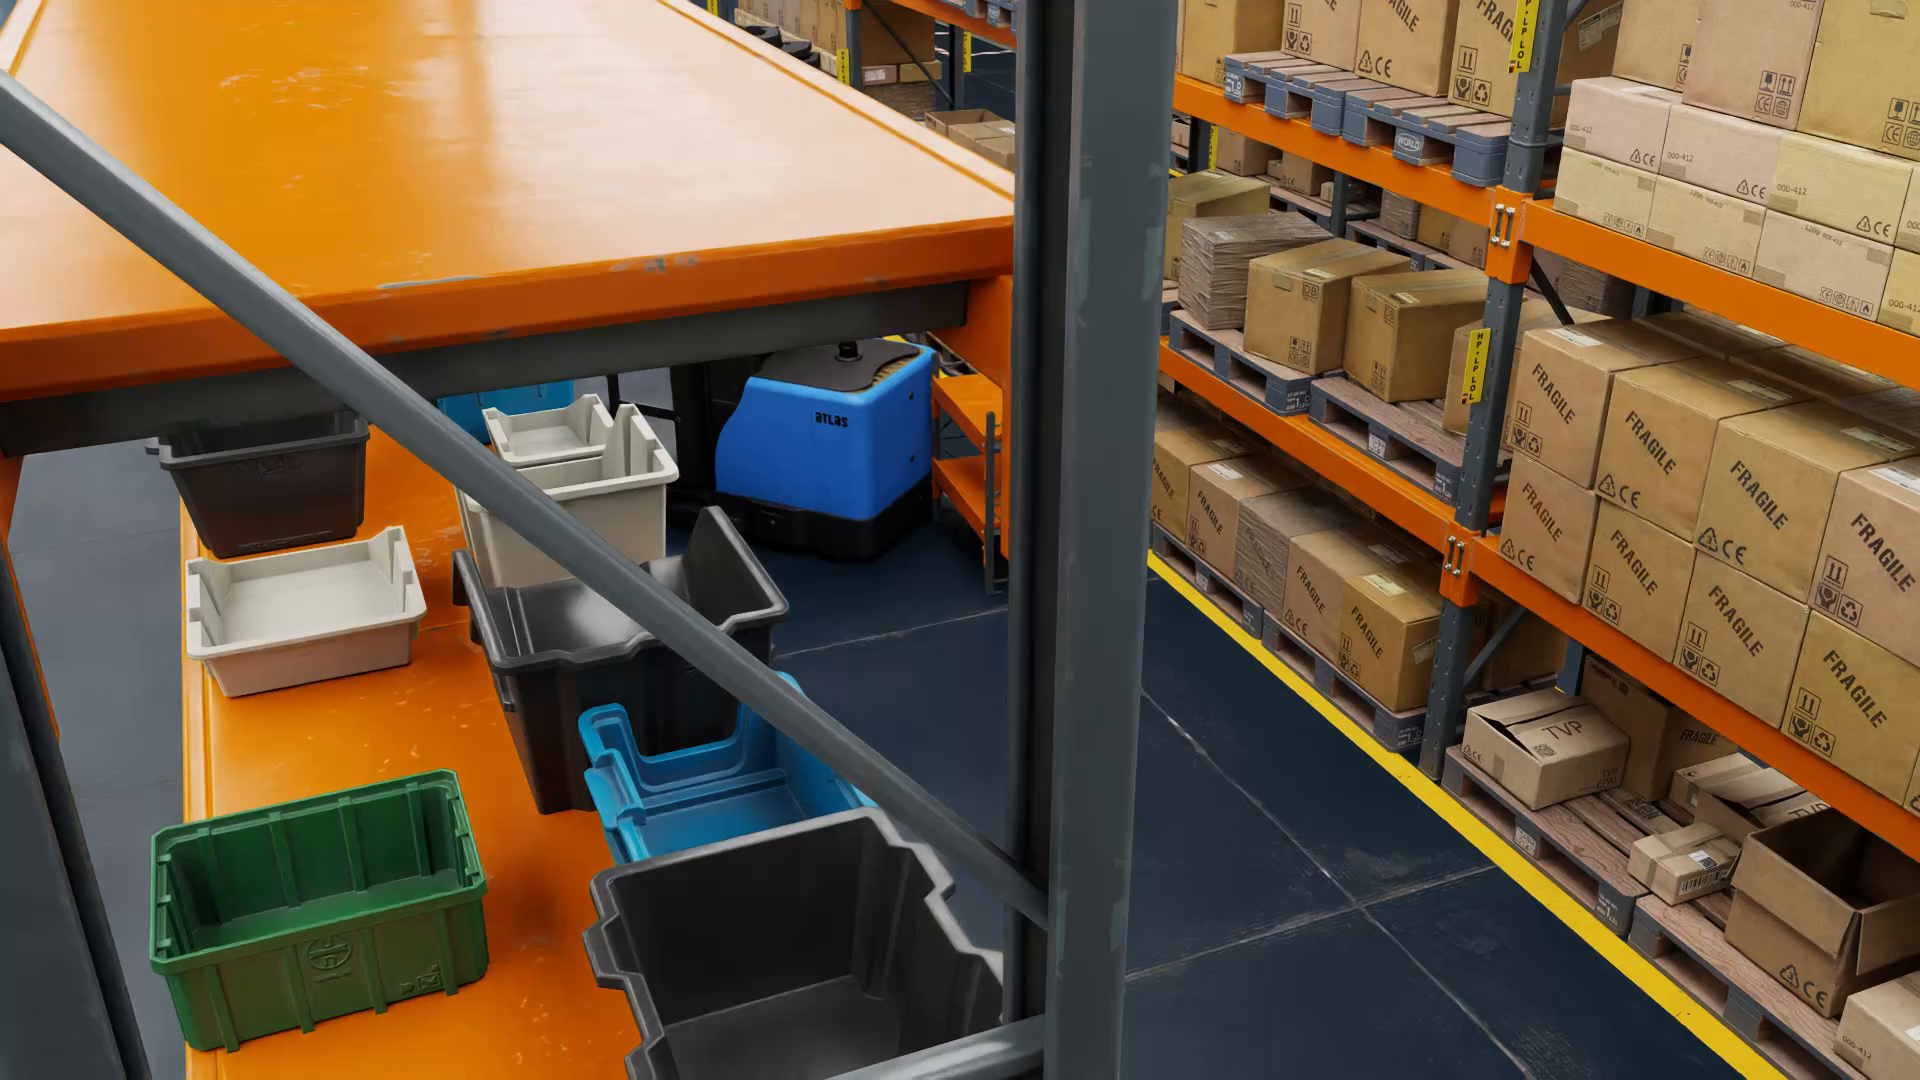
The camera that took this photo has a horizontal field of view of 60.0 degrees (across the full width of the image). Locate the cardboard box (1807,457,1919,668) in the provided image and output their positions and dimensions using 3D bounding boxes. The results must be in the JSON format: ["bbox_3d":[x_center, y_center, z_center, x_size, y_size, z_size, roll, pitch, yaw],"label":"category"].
[{"bbox_3d":[3.215,0.062,5.451,0.500,0.500,0.500,-10,28,-19],"label":"cardboard box"}]

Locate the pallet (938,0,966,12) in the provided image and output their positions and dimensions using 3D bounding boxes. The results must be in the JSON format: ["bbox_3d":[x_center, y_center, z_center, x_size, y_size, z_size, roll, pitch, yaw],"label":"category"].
[{"bbox_3d":[0.328,-3.894,11.603,1.003,0.211,1.213,-9,28,-18],"label":"pallet"}]

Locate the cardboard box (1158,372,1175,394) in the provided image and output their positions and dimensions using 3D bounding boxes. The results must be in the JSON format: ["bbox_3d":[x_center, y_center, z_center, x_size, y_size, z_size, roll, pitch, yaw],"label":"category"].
[{"bbox_3d":[1.182,-1.137,11.814,0.500,0.250,0.500,-11,28,-21],"label":"cardboard box"}]

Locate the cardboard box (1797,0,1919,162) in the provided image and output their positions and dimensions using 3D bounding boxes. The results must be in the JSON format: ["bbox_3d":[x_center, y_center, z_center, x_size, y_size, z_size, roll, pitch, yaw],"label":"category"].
[{"bbox_3d":[3.175,-1.532,5.297,0.700,0.500,0.500,-11,28,-21],"label":"cardboard box"}]

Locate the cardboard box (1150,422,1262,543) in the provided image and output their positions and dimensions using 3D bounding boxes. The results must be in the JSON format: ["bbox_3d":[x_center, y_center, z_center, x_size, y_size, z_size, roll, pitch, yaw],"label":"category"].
[{"bbox_3d":[1.434,-0.349,9.894,0.500,0.500,0.500,-11,28,-21],"label":"cardboard box"}]

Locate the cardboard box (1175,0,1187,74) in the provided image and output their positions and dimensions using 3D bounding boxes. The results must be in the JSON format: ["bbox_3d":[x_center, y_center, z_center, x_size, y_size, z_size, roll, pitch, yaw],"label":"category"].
[{"bbox_3d":[1.518,-2.938,9.316,0.910,0.500,0.500,-11,28,-21],"label":"cardboard box"}]

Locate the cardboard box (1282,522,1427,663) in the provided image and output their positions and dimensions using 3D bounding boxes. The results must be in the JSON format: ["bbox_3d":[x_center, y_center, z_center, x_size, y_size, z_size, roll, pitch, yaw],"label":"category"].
[{"bbox_3d":[2.040,0.268,8.630,0.500,0.500,0.500,-10,28,-20],"label":"cardboard box"}]

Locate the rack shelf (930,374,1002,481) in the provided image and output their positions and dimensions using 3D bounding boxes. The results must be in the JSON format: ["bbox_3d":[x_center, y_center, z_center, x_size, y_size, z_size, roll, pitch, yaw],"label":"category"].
[{"bbox_3d":[0.227,-0.697,9.728,0.538,0.278,1.000,-8,27,-16],"label":"rack shelf"}]

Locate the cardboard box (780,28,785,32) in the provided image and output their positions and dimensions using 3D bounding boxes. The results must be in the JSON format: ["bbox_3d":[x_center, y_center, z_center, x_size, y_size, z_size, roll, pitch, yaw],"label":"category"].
[{"bbox_3d":[-1.555,-4.773,15.753,0.380,0.149,0.250,-11,28,-21],"label":"cardboard box"}]

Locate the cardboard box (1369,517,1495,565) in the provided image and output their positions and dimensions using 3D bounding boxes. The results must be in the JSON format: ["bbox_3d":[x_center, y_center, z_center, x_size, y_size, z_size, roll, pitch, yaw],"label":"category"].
[{"bbox_3d":[2.499,0.168,8.834,0.500,0.500,0.500,-10,28,-20],"label":"cardboard box"}]

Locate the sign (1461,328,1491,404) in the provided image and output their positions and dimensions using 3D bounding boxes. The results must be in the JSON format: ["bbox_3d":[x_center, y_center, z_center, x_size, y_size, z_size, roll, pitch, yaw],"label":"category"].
[{"bbox_3d":[2.174,-0.730,7.007,0.100,0.325,0.005,-11,28,-21],"label":"sign"}]

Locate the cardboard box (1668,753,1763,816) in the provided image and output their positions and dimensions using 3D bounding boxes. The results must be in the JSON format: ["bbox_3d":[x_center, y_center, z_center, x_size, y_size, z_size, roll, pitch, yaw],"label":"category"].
[{"bbox_3d":[3.369,1.099,7.328,0.380,0.149,0.250,-11,28,-21],"label":"cardboard box"}]

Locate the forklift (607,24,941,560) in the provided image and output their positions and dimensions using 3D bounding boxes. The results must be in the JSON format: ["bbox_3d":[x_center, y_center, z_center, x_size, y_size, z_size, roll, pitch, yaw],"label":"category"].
[{"bbox_3d":[-1.676,-1.628,10.244,3.031,2.935,1.130,12,28,23],"label":"forklift"}]

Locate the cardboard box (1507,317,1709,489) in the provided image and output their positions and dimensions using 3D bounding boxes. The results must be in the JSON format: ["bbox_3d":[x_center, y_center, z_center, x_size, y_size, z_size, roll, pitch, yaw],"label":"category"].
[{"bbox_3d":[2.609,-0.562,6.729,0.500,0.500,0.500,-10,28,-19],"label":"cardboard box"}]

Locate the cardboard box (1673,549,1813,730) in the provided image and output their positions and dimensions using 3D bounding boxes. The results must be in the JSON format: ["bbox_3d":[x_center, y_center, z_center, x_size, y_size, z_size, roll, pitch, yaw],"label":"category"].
[{"bbox_3d":[3.029,0.309,6.083,0.500,0.500,0.500,-11,28,-21],"label":"cardboard box"}]

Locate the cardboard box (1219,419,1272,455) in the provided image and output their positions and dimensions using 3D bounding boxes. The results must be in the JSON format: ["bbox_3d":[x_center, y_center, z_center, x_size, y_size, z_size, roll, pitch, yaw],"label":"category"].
[{"bbox_3d":[1.901,-0.450,10.100,0.500,0.500,0.500,-12,28,-22],"label":"cardboard box"}]

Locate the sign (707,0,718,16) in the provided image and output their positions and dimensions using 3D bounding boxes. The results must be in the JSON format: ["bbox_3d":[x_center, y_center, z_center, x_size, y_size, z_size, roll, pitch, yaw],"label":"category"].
[{"bbox_3d":[-2.530,-5.483,16.984,0.100,0.325,0.005,-11,28,-21],"label":"sign"}]

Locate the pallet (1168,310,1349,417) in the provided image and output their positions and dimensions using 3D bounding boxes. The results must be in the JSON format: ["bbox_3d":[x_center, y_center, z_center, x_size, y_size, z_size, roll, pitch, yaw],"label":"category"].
[{"bbox_3d":[1.882,-1.051,9.202,1.003,0.211,1.213,-11,28,-21],"label":"pallet"}]

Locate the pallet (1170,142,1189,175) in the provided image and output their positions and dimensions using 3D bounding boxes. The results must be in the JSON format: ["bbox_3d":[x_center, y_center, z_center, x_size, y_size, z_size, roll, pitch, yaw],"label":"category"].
[{"bbox_3d":[2.855,-4.386,18.993,1.003,0.211,1.213,-11,28,-21],"label":"pallet"}]

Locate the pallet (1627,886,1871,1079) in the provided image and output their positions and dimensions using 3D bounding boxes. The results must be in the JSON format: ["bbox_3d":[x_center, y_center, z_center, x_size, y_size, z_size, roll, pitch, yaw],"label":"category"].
[{"bbox_3d":[3.433,1.717,6.493,1.003,0.211,1.213,-11,28,-21],"label":"pallet"}]

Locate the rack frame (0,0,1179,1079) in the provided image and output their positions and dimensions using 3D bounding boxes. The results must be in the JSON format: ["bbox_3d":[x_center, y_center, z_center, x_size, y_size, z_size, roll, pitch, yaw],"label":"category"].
[{"bbox_3d":[-0.313,-0.538,1.095,0.949,2.616,0.053,-11,28,-21],"label":"rack frame"}]

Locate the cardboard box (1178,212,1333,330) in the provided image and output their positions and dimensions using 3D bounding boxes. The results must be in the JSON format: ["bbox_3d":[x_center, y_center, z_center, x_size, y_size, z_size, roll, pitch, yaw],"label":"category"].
[{"bbox_3d":[1.649,-1.518,9.348,0.700,0.500,0.500,-5,27,-11],"label":"cardboard box"}]

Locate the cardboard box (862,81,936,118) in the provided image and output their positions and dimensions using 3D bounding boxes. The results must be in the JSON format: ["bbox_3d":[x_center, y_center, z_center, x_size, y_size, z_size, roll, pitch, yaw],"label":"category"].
[{"bbox_3d":[-0.630,-3.759,14.417,0.700,0.500,0.500,-11,28,-22],"label":"cardboard box"}]

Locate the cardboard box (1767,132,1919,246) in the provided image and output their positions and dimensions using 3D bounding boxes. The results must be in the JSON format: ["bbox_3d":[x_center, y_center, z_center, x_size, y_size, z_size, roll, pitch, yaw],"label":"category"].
[{"bbox_3d":[3.027,-1.167,5.405,0.500,0.250,0.500,-11,28,-21],"label":"cardboard box"}]

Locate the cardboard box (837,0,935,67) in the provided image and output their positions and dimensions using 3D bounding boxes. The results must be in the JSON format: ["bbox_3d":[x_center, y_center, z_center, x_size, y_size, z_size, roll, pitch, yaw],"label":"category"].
[{"bbox_3d":[-0.630,-4.342,14.132,0.700,0.500,0.500,-10,28,-20],"label":"cardboard box"}]

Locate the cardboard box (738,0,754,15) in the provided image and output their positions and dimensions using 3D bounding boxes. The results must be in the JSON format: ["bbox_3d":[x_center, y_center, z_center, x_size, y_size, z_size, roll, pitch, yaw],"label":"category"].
[{"bbox_3d":[-1.825,-5.567,16.641,0.700,0.500,0.500,-10,28,-20],"label":"cardboard box"}]

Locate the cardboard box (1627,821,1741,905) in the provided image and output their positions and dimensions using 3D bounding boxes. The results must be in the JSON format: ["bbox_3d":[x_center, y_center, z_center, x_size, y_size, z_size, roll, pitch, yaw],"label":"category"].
[{"bbox_3d":[2.996,1.323,6.850,0.380,0.166,0.250,-11,28,-21],"label":"cardboard box"}]

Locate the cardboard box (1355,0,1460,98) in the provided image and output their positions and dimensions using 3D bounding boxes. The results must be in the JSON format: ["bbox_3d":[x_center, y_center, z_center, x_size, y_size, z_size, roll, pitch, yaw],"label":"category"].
[{"bbox_3d":[2.271,-2.415,7.652,0.600,0.600,0.600,-11,28,-21],"label":"cardboard box"}]

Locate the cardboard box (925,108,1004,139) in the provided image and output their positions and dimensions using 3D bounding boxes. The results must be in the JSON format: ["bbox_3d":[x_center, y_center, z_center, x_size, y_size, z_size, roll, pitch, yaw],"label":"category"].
[{"bbox_3d":[0.042,-3.056,12.976,0.500,0.500,0.500,-9,27,-17],"label":"cardboard box"}]

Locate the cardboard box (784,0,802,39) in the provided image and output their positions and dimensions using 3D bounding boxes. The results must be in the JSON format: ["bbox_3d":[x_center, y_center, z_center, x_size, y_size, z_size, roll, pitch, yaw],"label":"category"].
[{"bbox_3d":[-1.219,-4.950,15.377,0.700,0.500,0.500,-11,28,-21],"label":"cardboard box"}]

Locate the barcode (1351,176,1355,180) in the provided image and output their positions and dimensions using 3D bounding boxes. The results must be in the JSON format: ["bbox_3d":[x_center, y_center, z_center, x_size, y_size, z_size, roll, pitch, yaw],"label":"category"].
[{"bbox_3d":[4.050,-3.732,17.142,0.001,0.075,0.075,-11,28,-21],"label":"barcode"}]

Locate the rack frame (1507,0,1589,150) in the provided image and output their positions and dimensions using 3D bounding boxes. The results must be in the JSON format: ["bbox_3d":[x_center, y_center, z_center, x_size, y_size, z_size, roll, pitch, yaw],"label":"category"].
[{"bbox_3d":[2.683,-3.003,6.143,1.000,3.000,0.127,-11,28,-21],"label":"rack frame"}]

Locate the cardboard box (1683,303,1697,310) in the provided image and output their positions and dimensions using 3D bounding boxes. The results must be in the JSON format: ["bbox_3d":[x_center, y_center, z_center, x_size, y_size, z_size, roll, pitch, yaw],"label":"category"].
[{"bbox_3d":[5.840,-1.677,12.238,0.750,0.750,0.750,-11,28,-21],"label":"cardboard box"}]

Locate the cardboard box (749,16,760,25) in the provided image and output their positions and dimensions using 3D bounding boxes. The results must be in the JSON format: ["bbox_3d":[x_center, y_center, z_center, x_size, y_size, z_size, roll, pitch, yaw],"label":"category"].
[{"bbox_3d":[-1.859,-5.085,16.393,0.380,0.149,0.250,-10,28,-20],"label":"cardboard box"}]

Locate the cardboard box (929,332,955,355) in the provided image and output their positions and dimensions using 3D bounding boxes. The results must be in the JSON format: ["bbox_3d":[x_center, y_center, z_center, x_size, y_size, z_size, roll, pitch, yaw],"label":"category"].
[{"bbox_3d":[0.083,-1.663,12.893,0.500,0.250,0.500,-10,28,-20],"label":"cardboard box"}]

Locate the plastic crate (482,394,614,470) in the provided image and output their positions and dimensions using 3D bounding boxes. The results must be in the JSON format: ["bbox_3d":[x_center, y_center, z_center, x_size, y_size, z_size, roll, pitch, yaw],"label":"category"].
[{"bbox_3d":[-1.028,-0.238,4.201,0.293,0.136,0.466,-11,28,-21],"label":"plastic crate"}]

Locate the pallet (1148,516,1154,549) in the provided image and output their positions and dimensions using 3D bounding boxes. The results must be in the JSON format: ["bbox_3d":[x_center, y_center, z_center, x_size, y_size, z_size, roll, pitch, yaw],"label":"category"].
[{"bbox_3d":[1.374,-0.361,10.748,1.003,0.211,1.213,-11,28,-21],"label":"pallet"}]

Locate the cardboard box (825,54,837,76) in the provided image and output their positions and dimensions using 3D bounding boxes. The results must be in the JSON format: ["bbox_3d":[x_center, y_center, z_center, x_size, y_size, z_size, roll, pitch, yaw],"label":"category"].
[{"bbox_3d":[-0.954,-4.151,14.480,0.380,0.149,0.250,-11,28,-22],"label":"cardboard box"}]

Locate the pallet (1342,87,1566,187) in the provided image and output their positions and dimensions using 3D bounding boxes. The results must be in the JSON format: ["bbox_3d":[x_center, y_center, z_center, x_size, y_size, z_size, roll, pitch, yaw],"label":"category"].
[{"bbox_3d":[2.492,-1.845,7.406,1.213,0.211,1.003,-11,28,-21],"label":"pallet"}]

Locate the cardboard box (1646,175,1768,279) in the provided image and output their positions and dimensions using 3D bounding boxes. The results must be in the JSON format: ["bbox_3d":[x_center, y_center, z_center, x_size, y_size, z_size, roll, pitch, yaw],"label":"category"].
[{"bbox_3d":[2.838,-1.146,5.930,0.500,0.250,0.500,-11,28,-21],"label":"cardboard box"}]

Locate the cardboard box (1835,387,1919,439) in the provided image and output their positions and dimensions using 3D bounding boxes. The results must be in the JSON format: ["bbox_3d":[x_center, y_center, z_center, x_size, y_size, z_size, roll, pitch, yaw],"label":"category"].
[{"bbox_3d":[3.519,-0.231,6.052,0.500,0.500,0.500,-10,28,-20],"label":"cardboard box"}]

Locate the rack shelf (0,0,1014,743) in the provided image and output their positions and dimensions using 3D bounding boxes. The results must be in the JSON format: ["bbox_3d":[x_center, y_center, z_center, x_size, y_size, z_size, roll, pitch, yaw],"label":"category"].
[{"bbox_3d":[-1.093,-0.843,2.995,1.077,0.370,4.000,-11,28,-21],"label":"rack shelf"}]

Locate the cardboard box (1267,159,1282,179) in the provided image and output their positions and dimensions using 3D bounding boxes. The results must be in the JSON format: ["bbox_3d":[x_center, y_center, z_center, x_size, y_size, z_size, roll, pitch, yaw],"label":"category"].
[{"bbox_3d":[3.499,-3.955,17.679,0.380,0.149,0.250,-13,29,-25],"label":"cardboard box"}]

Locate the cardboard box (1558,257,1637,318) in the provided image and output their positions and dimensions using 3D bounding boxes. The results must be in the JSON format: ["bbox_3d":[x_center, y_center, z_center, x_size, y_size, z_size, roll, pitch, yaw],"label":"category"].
[{"bbox_3d":[5.343,-2.130,13.542,0.700,0.500,0.500,-10,28,-20],"label":"cardboard box"}]

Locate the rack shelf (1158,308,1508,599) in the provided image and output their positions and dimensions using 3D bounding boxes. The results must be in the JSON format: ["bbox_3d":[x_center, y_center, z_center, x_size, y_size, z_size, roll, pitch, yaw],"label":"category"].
[{"bbox_3d":[1.900,-0.791,9.271,1.077,0.370,4.000,-11,28,-21],"label":"rack shelf"}]

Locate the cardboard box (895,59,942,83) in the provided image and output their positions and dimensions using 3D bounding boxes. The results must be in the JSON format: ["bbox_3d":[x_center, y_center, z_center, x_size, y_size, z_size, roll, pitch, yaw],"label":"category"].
[{"bbox_3d":[-0.377,-4.015,14.200,0.380,0.149,0.250,-11,28,-21],"label":"cardboard box"}]

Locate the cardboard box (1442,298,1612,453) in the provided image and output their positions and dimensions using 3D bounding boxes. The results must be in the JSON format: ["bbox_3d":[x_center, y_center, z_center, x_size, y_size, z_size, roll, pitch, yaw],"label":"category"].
[{"bbox_3d":[2.703,-0.770,7.816,0.700,0.500,0.500,-22,34,-37],"label":"cardboard box"}]

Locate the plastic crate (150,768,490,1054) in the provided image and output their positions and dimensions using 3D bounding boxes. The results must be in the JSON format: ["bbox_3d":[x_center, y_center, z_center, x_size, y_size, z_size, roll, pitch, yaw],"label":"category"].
[{"bbox_3d":[-0.959,0.556,2.515,0.450,0.188,0.336,-11,28,-21],"label":"plastic crate"}]

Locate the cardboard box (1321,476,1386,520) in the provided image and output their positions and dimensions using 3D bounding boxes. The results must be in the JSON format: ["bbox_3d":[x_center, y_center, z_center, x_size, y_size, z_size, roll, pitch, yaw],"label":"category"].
[{"bbox_3d":[2.326,-0.359,9.059,0.500,0.250,0.500,-11,28,-20],"label":"cardboard box"}]

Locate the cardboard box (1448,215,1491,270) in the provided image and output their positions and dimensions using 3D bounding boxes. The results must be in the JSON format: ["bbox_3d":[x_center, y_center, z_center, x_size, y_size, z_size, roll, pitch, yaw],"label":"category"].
[{"bbox_3d":[4.821,-2.756,14.824,0.700,0.500,0.500,-10,28,-20],"label":"cardboard box"}]

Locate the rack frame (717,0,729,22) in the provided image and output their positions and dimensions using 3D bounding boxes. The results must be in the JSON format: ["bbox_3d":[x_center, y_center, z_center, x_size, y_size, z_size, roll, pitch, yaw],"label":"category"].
[{"bbox_3d":[-2.017,-5.151,17.381,1.000,3.000,0.127,-11,28,-21],"label":"rack frame"}]

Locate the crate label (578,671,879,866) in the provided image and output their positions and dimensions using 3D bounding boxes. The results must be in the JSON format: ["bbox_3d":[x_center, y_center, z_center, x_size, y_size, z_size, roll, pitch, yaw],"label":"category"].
[{"bbox_3d":[-0.374,0.449,2.663,0.408,0.251,0.502,-11,28,-21],"label":"crate label"}]

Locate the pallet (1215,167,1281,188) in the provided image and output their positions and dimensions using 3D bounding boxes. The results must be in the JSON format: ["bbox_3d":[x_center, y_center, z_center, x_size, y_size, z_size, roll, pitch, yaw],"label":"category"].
[{"bbox_3d":[3.329,-3.894,17.985,1.003,0.211,1.213,-11,28,-21],"label":"pallet"}]

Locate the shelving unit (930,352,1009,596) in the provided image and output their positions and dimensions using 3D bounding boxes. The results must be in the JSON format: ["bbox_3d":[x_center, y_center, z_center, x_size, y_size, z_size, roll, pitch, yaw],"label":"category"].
[{"bbox_3d":[0.227,-0.434,9.857,0.538,1.125,1.048,-8,27,-16],"label":"shelving unit"}]
